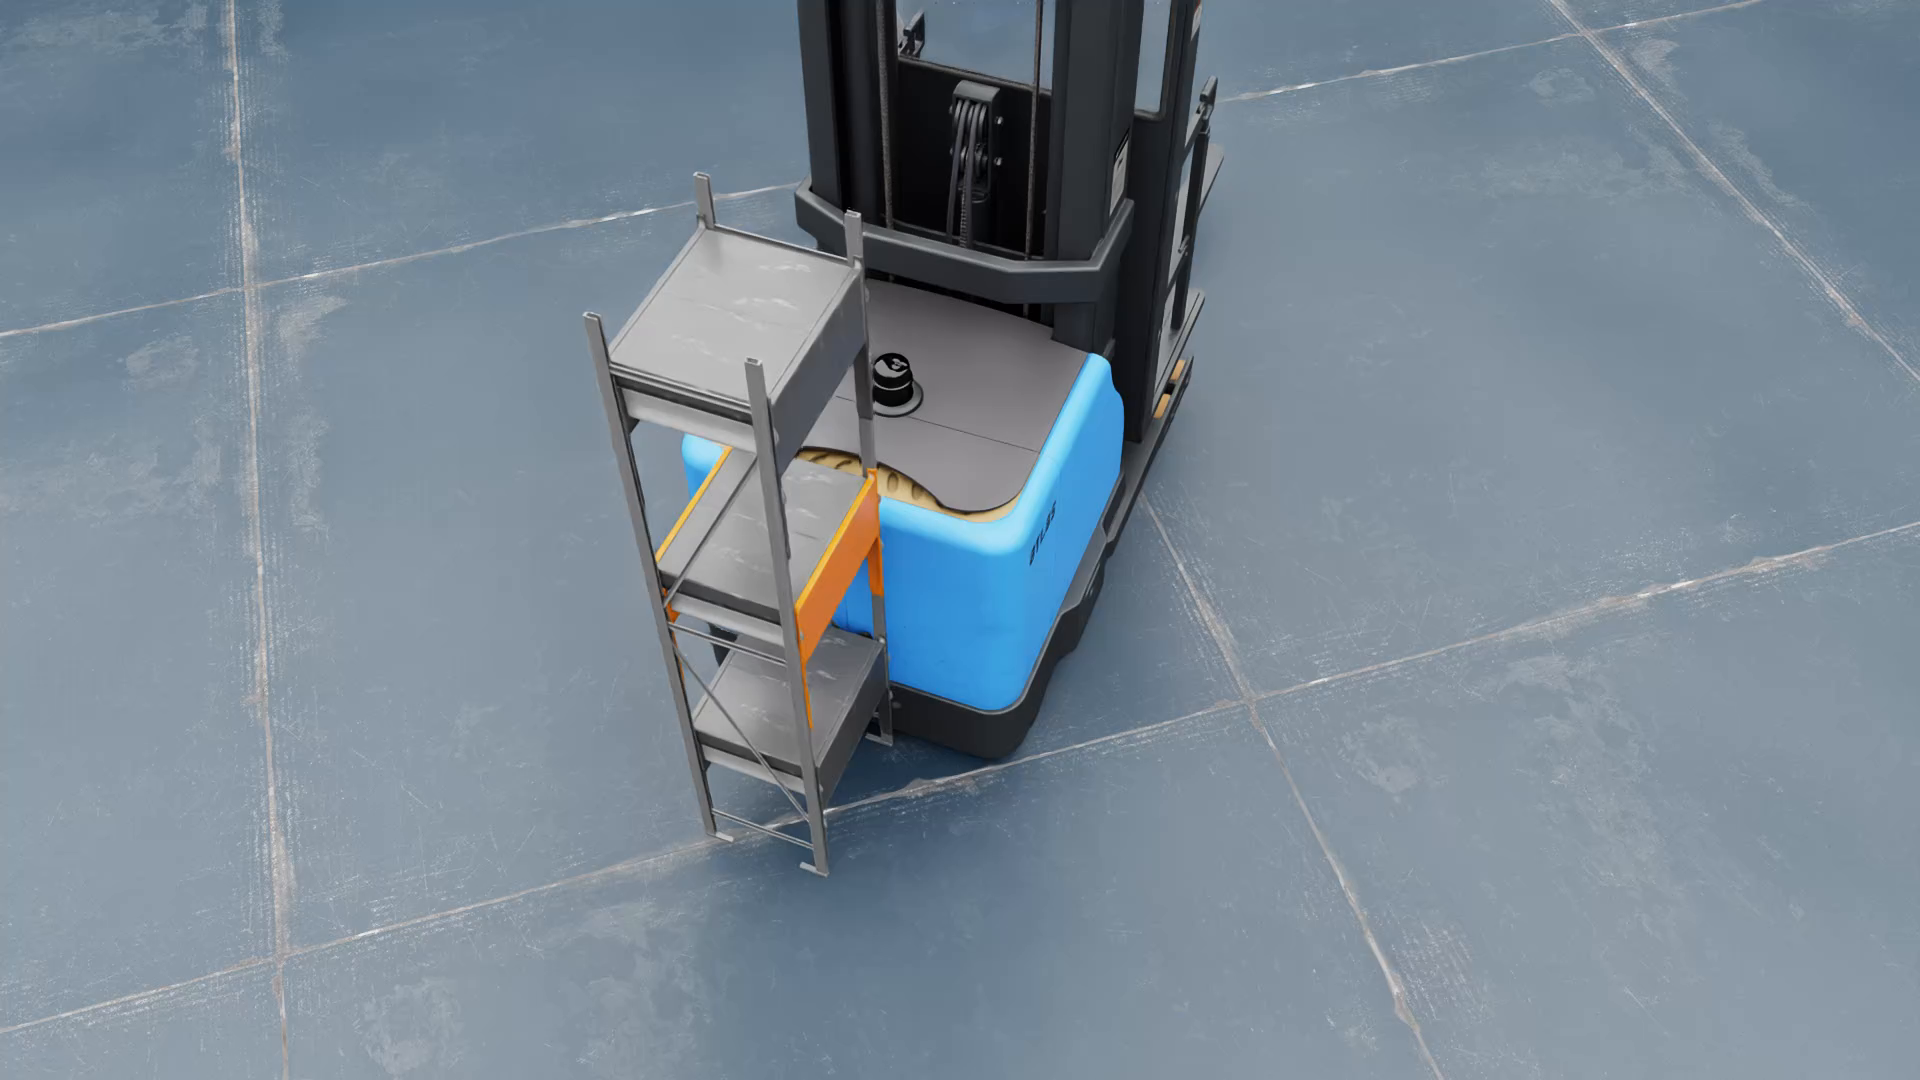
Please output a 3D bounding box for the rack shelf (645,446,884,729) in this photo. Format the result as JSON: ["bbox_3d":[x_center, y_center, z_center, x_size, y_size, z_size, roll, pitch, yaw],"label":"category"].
[{"bbox_3d":[-0.489,0.098,4.309,0.431,0.518,0.480,17,52,14],"label":"rack shelf"}]

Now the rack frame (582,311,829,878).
[{"bbox_3d":[-0.579,0.264,4.154,0.400,2.100,0.015,17,52,14],"label":"rack frame"}]

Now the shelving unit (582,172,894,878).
[{"bbox_3d":[-0.489,0.090,4.299,0.431,2.100,0.503,17,52,14],"label":"shelving unit"}]

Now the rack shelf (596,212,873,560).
[{"bbox_3d":[-0.491,-0.349,3.771,0.431,0.518,0.480,17,52,14],"label":"rack shelf"}]

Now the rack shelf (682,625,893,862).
[{"bbox_3d":[-0.487,0.546,4.847,0.431,0.518,0.480,17,52,14],"label":"rack shelf"}]

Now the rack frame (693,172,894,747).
[{"bbox_3d":[-0.400,-0.085,4.444,0.400,2.100,0.015,17,52,14],"label":"rack frame"}]

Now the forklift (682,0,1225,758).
[{"bbox_3d":[0.218,-1.429,5.038,1.130,2.935,3.031,17,52,14],"label":"forklift"}]
